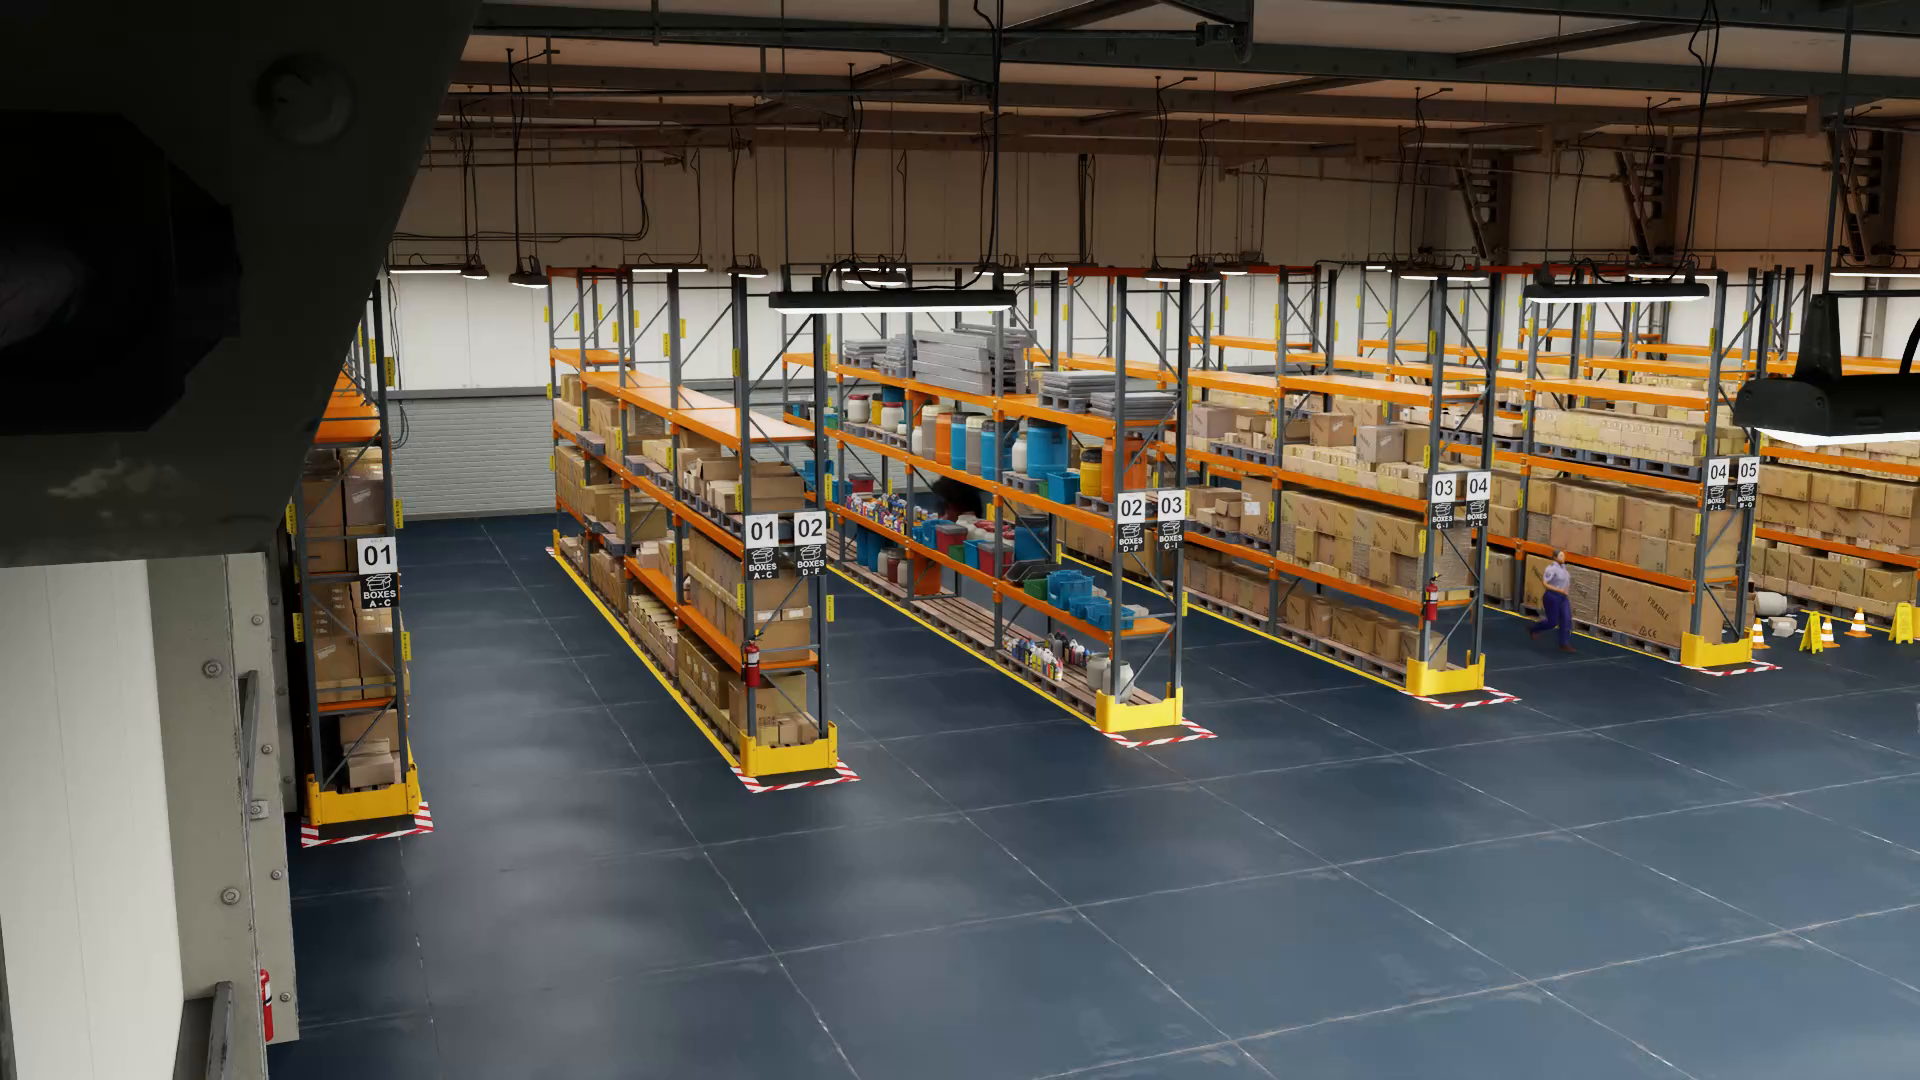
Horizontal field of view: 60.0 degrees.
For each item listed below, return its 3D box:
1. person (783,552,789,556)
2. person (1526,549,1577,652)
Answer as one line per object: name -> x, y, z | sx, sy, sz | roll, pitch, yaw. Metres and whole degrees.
person -> -3.223, 0.103, 29.185 | 0.694, 1.842, 0.896 | -5, 11, -29
person -> 9.470, 0.985, 26.485 | 0.585, 1.536, 0.848 | -8, 12, -37
